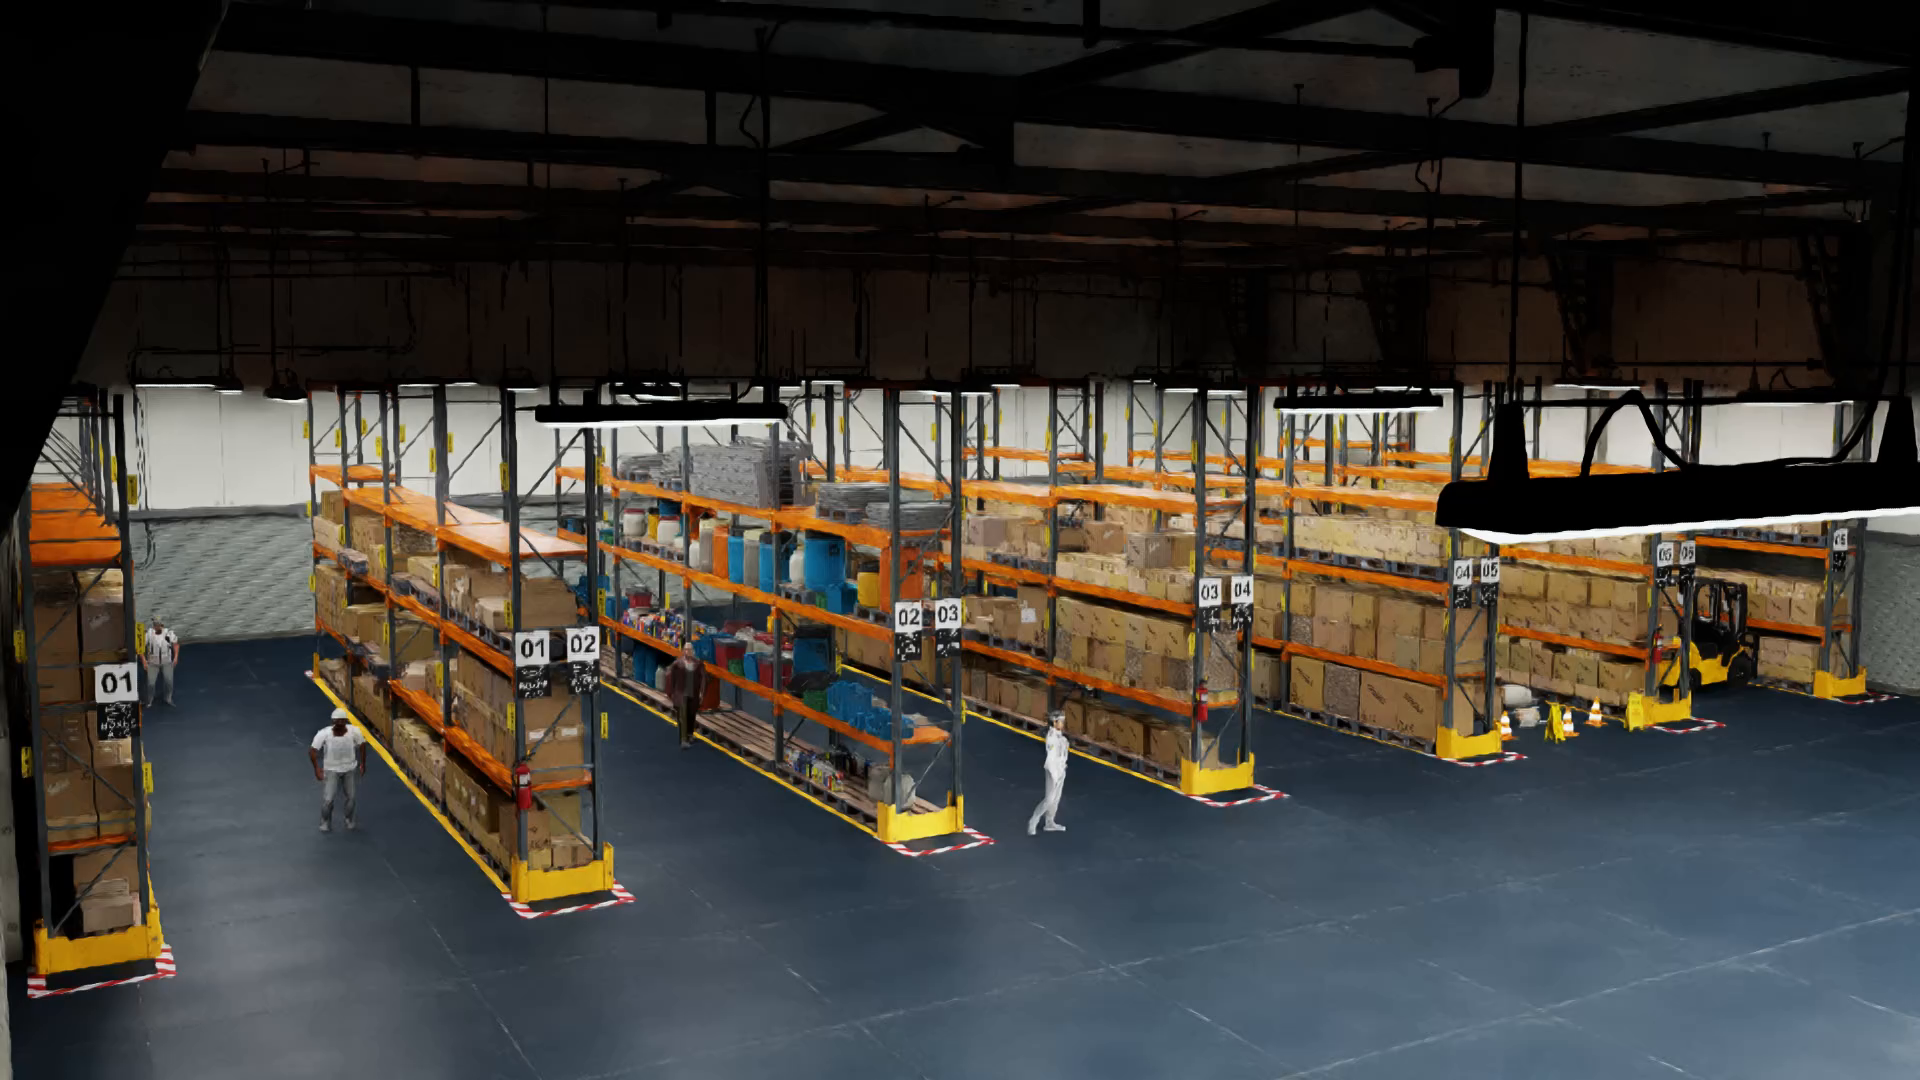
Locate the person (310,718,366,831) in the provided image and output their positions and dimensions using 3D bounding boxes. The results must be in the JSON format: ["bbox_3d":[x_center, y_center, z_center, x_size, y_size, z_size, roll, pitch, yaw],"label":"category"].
[{"bbox_3d":[-8.403,3.164,22.507,0.719,1.580,0.542,-3,7,-29],"label":"person"}]

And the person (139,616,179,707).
[{"bbox_3d":[-14.769,2.225,30.665,0.682,1.715,0.536,-4,7,-31],"label":"person"}]

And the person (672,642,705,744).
[{"bbox_3d":[-4.510,2.504,27.585,0.542,1.661,0.901,-2,6,-20],"label":"person"}]

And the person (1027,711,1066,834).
[{"bbox_3d":[1.174,3.133,22.385,0.482,1.663,0.669,2,6,18],"label":"person"}]

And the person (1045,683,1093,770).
[{"bbox_3d":[1.816,2.575,26.941,5.902,1.659,7.715,-4,7,-30],"label":"person"}]
